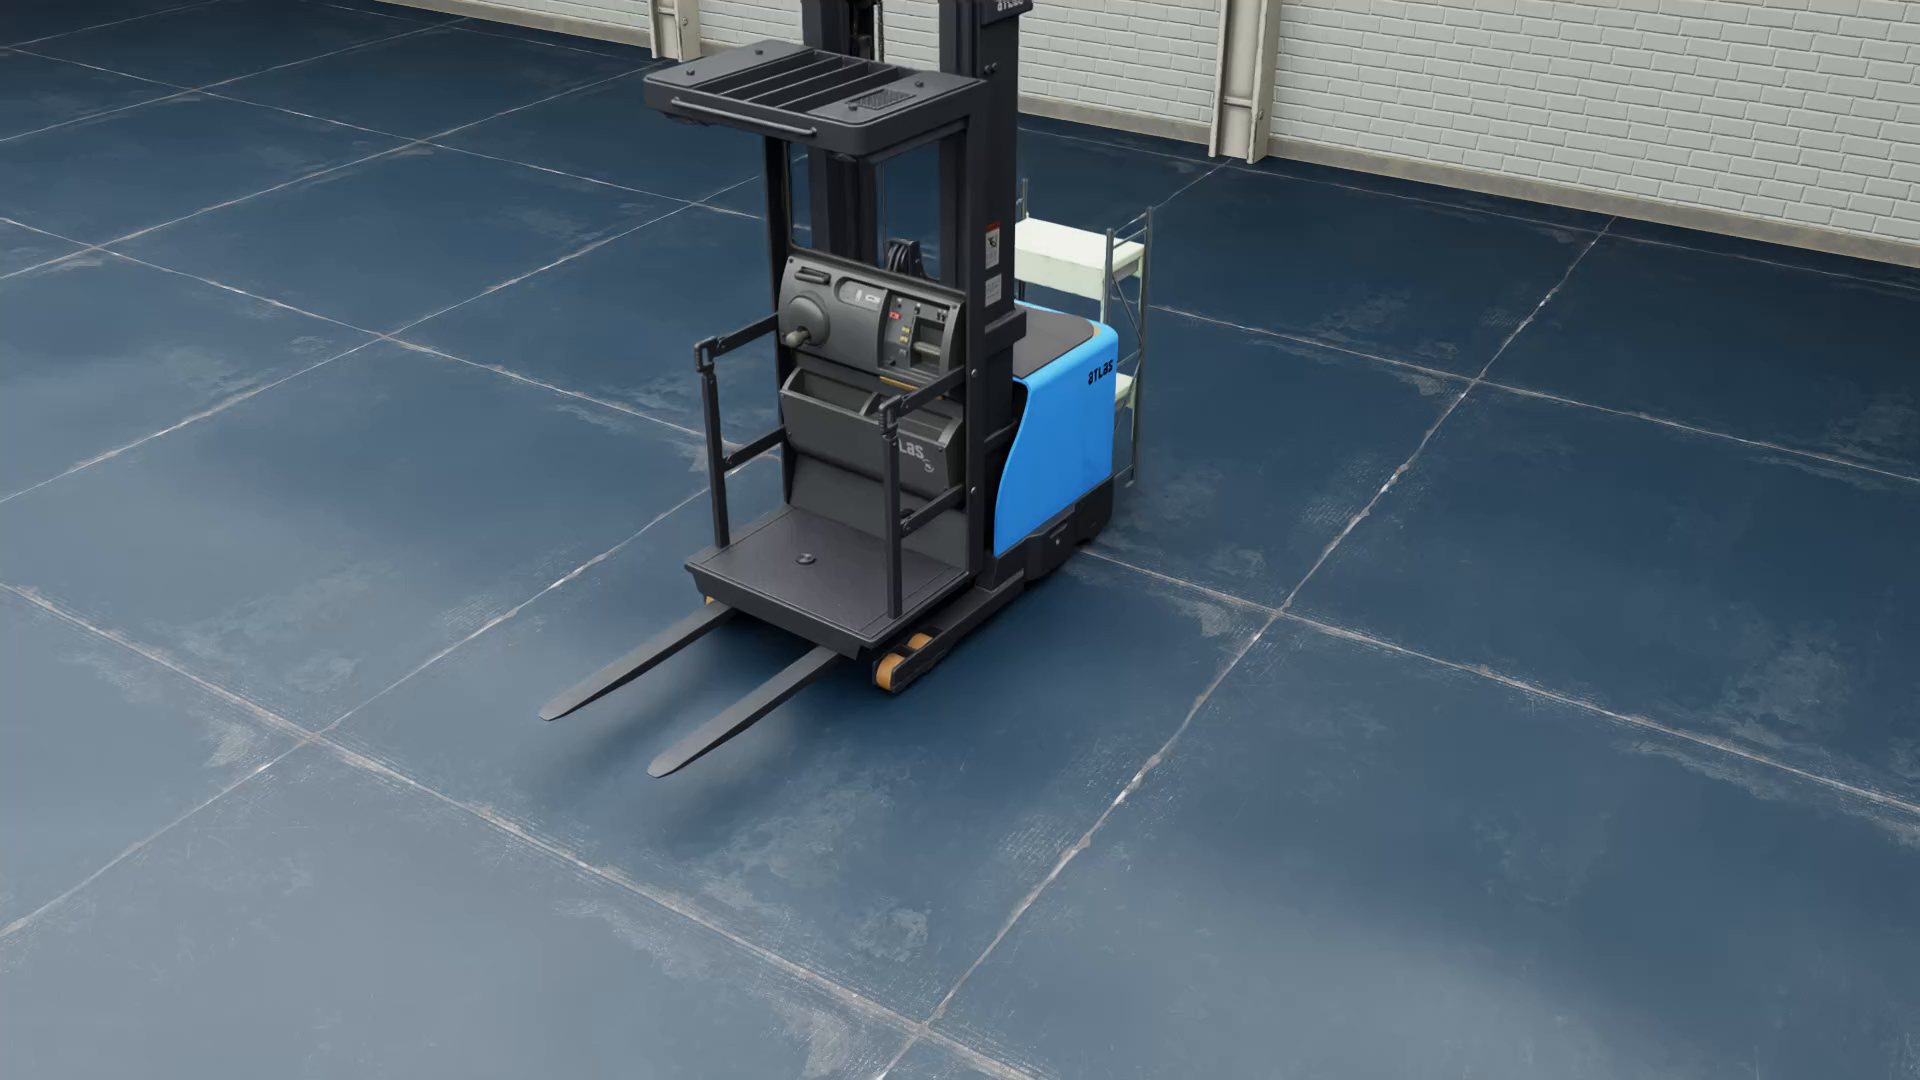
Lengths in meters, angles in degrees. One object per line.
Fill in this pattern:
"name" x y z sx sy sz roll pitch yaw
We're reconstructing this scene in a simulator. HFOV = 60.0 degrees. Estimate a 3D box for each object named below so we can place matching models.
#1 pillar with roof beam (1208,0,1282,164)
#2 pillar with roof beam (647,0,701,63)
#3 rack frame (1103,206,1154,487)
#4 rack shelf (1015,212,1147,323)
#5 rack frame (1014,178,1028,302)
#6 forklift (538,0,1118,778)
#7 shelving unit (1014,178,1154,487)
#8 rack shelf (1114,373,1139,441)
"pillar with roof beam" 0.000 -5.218 8.264 0.400 9.000 9.100 18 35 27
"pillar with roof beam" -5.082 -6.825 11.019 0.400 9.000 9.100 18 35 27
"rack frame" 0.810 -0.881 8.272 0.023 1.500 0.400 20 36 30
"rack shelf" 0.513 -1.326 8.260 0.720 0.370 0.431 20 36 30
"rack frame" 0.216 -1.097 8.641 0.023 1.500 0.400 20 36 30
"forklift" -0.515 -0.890 6.868 1.130 2.935 3.031 20 36 31
"shelving unit" 0.513 -0.989 8.457 0.755 1.500 0.431 20 36 30
"rack shelf" 0.513 -0.707 8.621 0.720 0.370 0.431 20 36 30
